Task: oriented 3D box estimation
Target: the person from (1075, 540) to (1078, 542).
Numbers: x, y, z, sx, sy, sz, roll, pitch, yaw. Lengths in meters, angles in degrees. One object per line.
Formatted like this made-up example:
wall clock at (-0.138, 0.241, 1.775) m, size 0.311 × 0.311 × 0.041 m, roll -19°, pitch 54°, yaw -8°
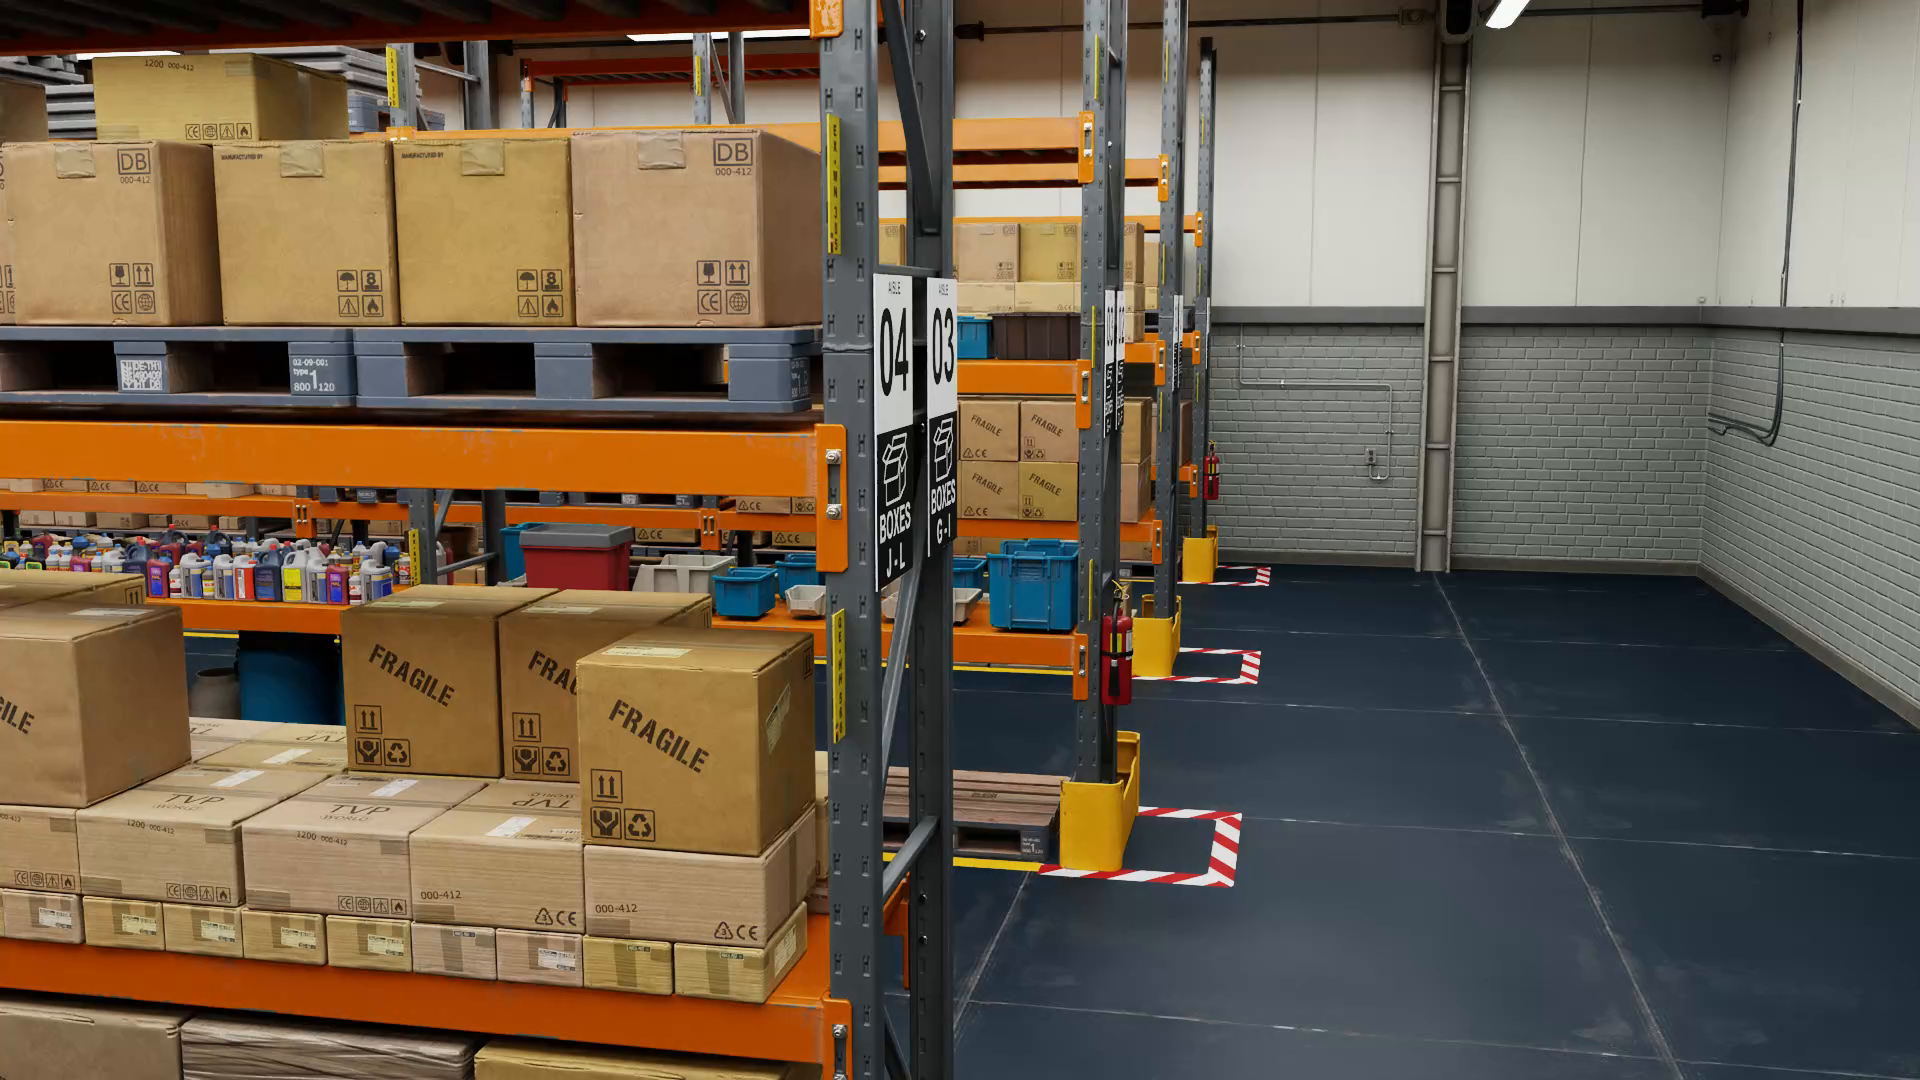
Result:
person at (1.049, 0.372, 16.242) m, size 0.821 × 0.963 × 0.505 m, roll 2°, pitch 8°, yaw 12°
